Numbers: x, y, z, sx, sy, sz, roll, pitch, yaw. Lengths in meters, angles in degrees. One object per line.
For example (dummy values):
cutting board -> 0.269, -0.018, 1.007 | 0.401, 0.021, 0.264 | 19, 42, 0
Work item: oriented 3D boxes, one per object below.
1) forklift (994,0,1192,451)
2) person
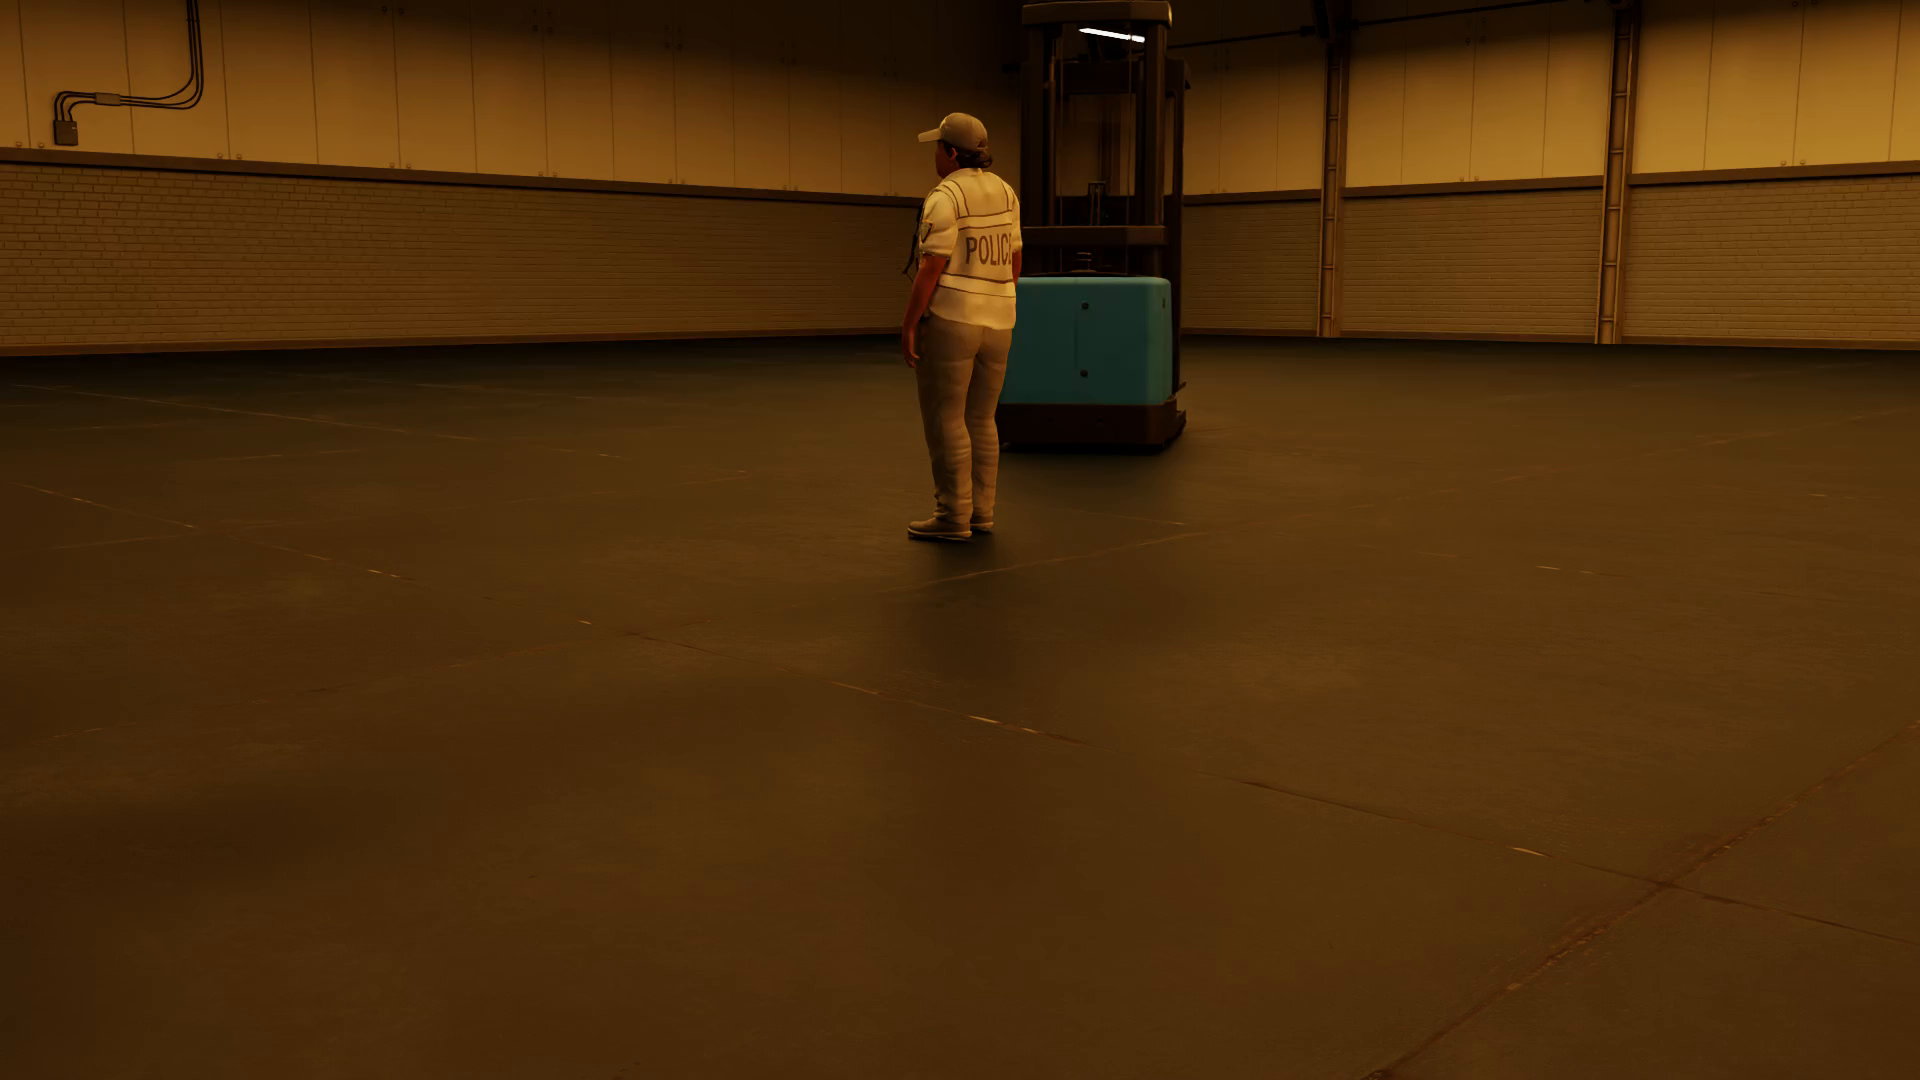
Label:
forklift -> 0.994, -2.187, 11.400 | 1.130, 2.935, 3.031 | 2, 9, 11
person -> -0.039, -0.841, 6.661 | 0.529, 1.670, 0.598 | 8, 12, 43
